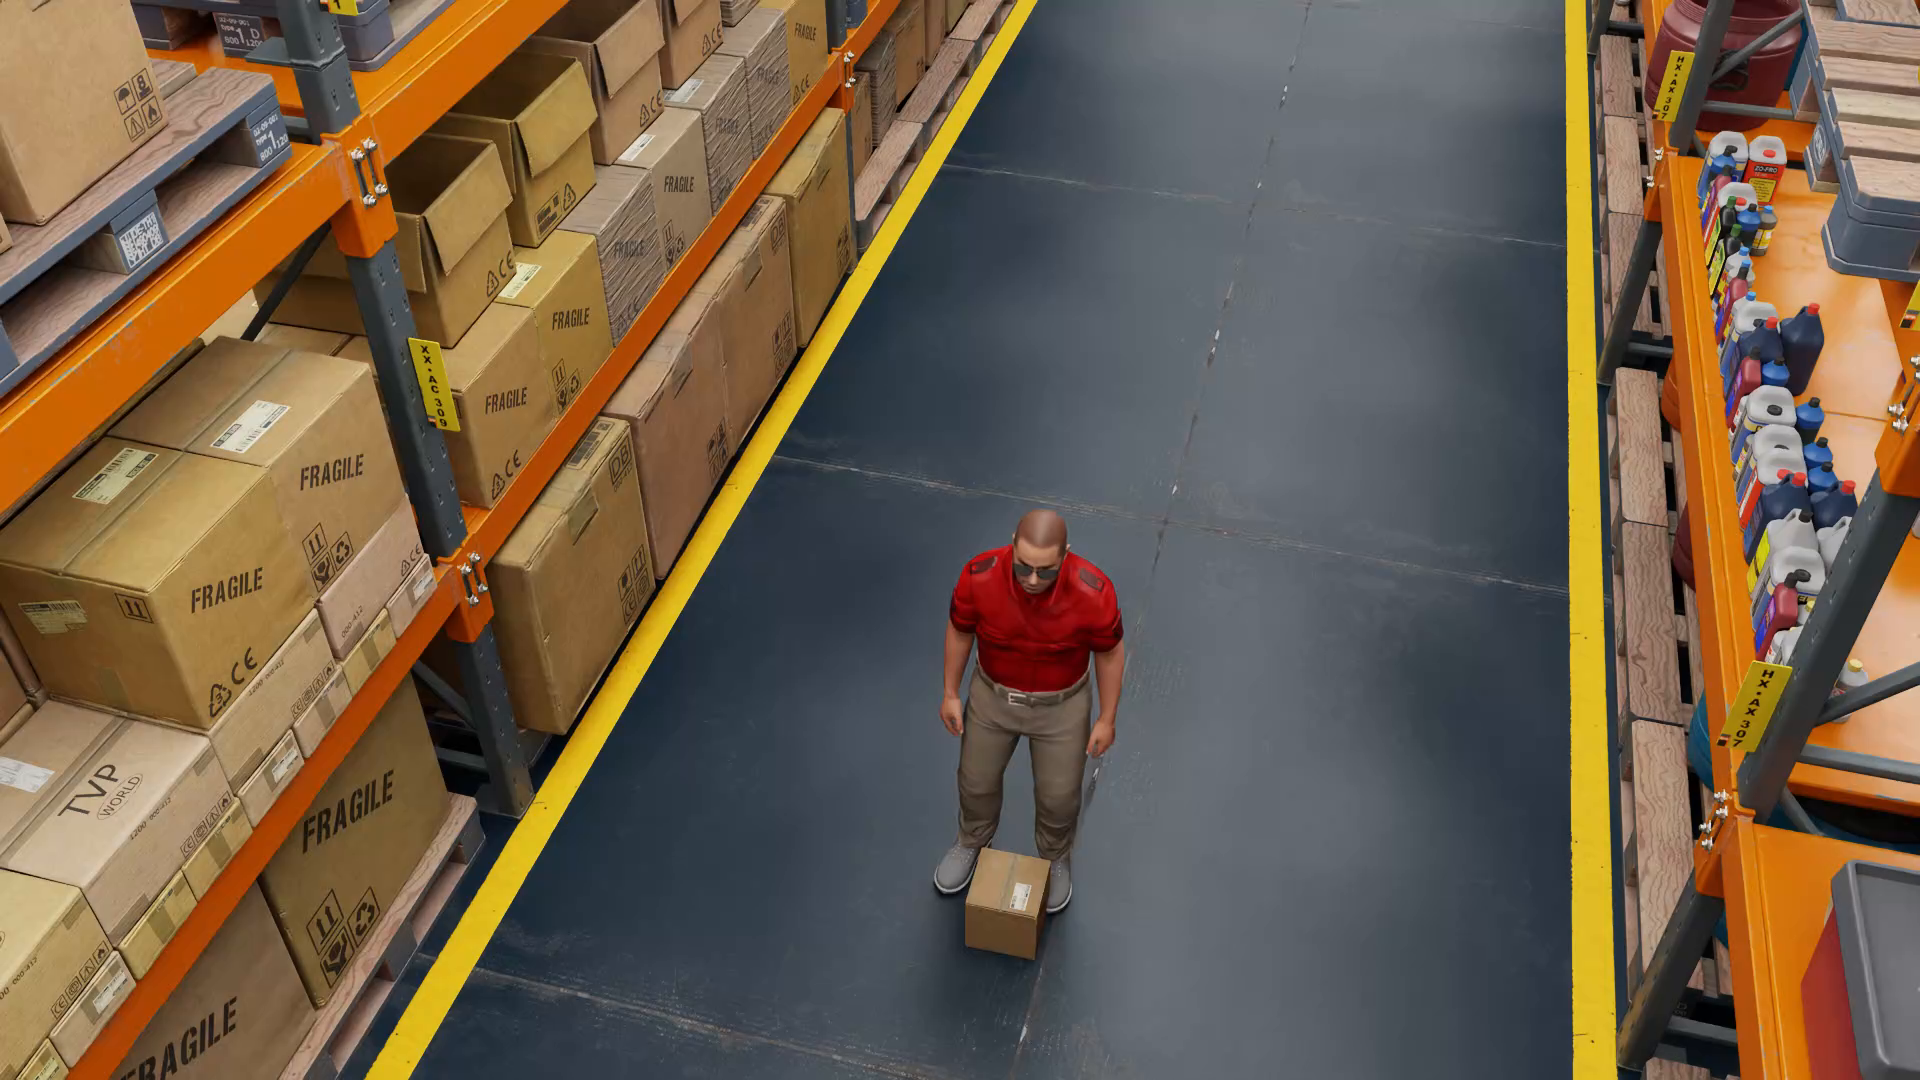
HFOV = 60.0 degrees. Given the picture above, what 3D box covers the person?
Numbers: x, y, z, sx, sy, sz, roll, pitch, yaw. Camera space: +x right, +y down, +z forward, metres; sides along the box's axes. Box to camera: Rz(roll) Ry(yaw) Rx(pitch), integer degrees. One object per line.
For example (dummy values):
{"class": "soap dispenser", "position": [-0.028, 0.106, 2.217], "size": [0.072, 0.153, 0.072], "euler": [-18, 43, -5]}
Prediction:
{"class": "person", "position": [0.227, 0.547, 5.533], "size": [0.604, 1.728, 0.385], "euler": [8, 41, 9]}
